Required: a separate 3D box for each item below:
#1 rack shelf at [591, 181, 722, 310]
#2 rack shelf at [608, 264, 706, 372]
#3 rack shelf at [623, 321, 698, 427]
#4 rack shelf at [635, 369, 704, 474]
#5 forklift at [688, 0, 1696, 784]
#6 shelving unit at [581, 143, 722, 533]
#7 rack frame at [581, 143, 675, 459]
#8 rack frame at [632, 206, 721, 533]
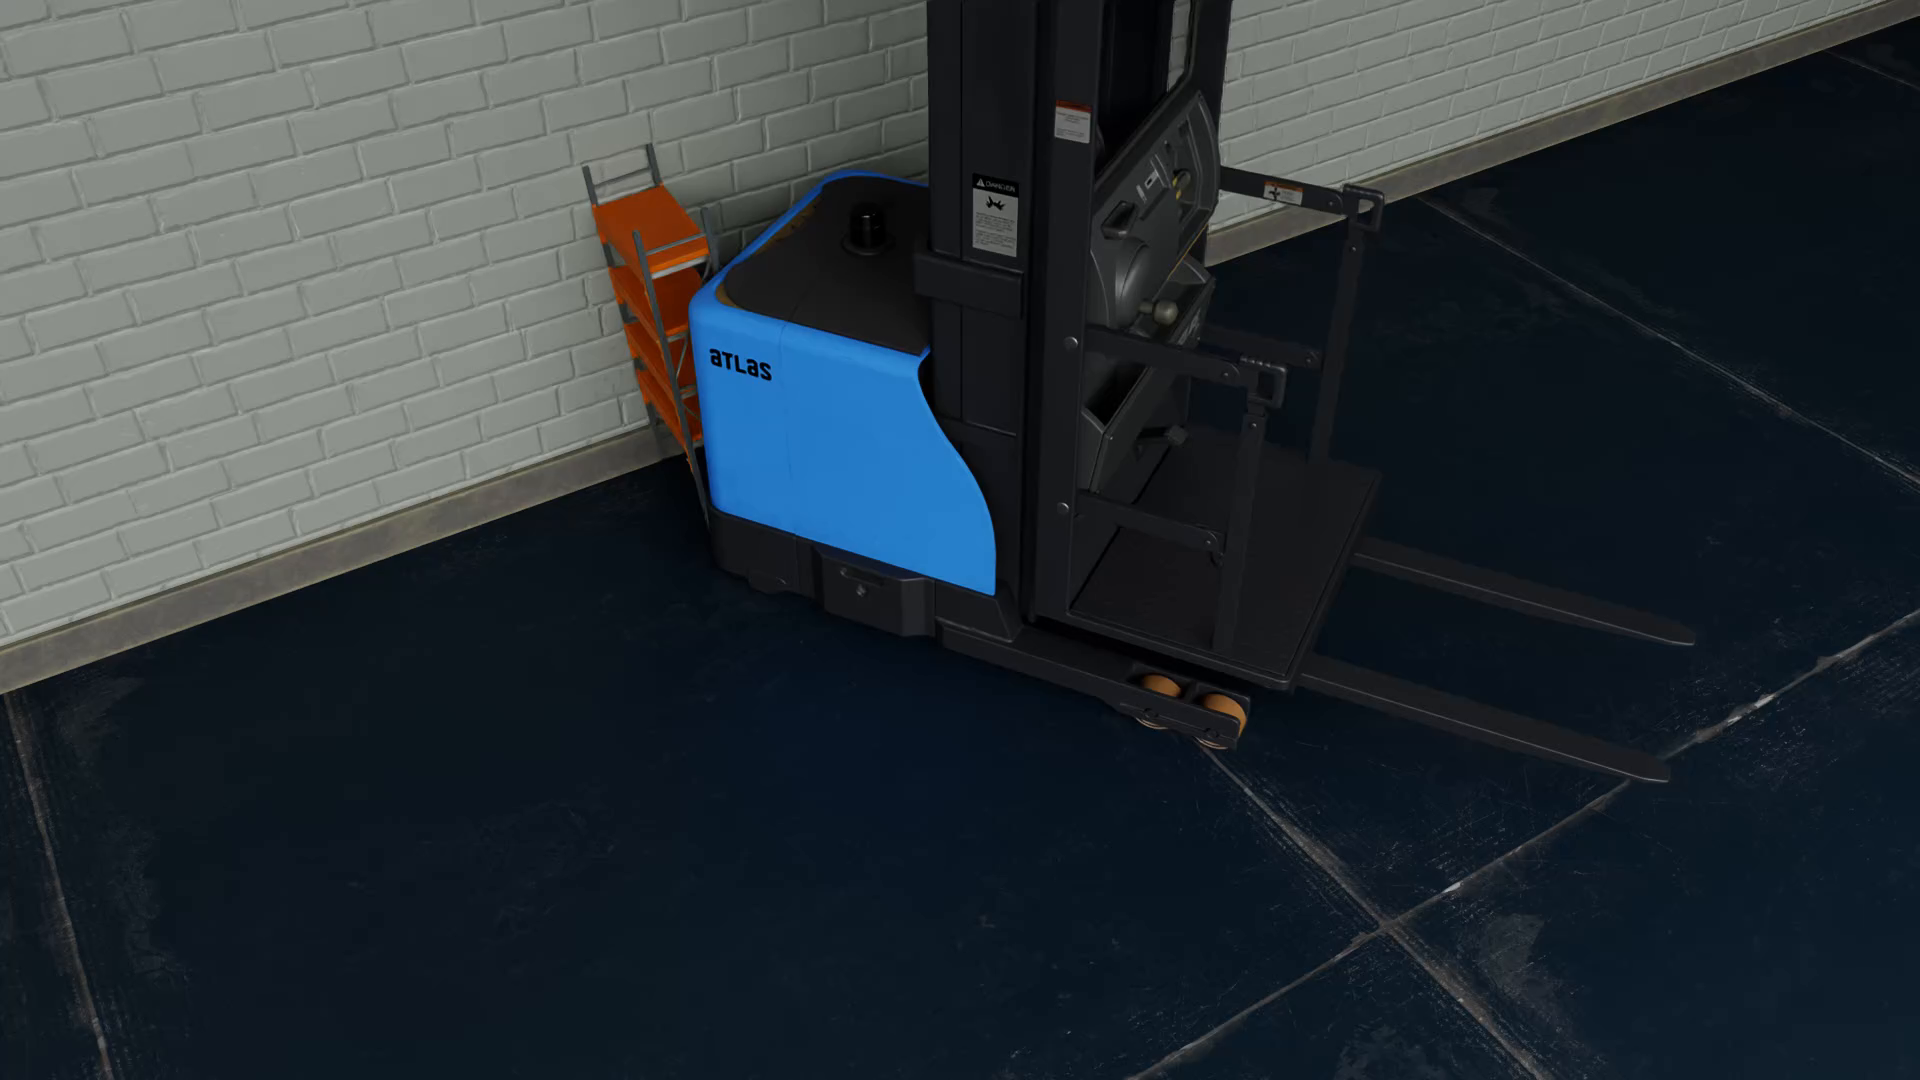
[{"bbox_3d":[-0.968,-0.945,5.305,0.258,0.148,0.480,-23,44,-17],"label":"rack shelf"},{"bbox_3d":[-0.947,-0.769,5.462,0.258,0.148,0.480,-23,44,-17],"label":"rack shelf"},{"bbox_3d":[-0.927,-0.603,5.610,0.258,0.148,0.480,-23,44,-17],"label":"rack shelf"},{"bbox_3d":[-0.909,-0.455,5.742,0.258,0.148,0.480,-23,44,-17],"label":"rack shelf"},{"bbox_3d":[0.729,-0.889,4.527,3.031,2.935,1.130,17,43,19],"label":"forklift"},{"bbox_3d":[-0.933,-0.653,5.565,0.258,1.200,0.503,-23,44,-17],"label":"shelving unit"},{"bbox_3d":[-1.047,-0.789,5.733,0.240,1.200,0.015,-23,44,-17],"label":"rack frame"},{"bbox_3d":[-0.819,-0.517,5.398,0.240,1.200,0.015,-23,44,-17],"label":"rack frame"}]
